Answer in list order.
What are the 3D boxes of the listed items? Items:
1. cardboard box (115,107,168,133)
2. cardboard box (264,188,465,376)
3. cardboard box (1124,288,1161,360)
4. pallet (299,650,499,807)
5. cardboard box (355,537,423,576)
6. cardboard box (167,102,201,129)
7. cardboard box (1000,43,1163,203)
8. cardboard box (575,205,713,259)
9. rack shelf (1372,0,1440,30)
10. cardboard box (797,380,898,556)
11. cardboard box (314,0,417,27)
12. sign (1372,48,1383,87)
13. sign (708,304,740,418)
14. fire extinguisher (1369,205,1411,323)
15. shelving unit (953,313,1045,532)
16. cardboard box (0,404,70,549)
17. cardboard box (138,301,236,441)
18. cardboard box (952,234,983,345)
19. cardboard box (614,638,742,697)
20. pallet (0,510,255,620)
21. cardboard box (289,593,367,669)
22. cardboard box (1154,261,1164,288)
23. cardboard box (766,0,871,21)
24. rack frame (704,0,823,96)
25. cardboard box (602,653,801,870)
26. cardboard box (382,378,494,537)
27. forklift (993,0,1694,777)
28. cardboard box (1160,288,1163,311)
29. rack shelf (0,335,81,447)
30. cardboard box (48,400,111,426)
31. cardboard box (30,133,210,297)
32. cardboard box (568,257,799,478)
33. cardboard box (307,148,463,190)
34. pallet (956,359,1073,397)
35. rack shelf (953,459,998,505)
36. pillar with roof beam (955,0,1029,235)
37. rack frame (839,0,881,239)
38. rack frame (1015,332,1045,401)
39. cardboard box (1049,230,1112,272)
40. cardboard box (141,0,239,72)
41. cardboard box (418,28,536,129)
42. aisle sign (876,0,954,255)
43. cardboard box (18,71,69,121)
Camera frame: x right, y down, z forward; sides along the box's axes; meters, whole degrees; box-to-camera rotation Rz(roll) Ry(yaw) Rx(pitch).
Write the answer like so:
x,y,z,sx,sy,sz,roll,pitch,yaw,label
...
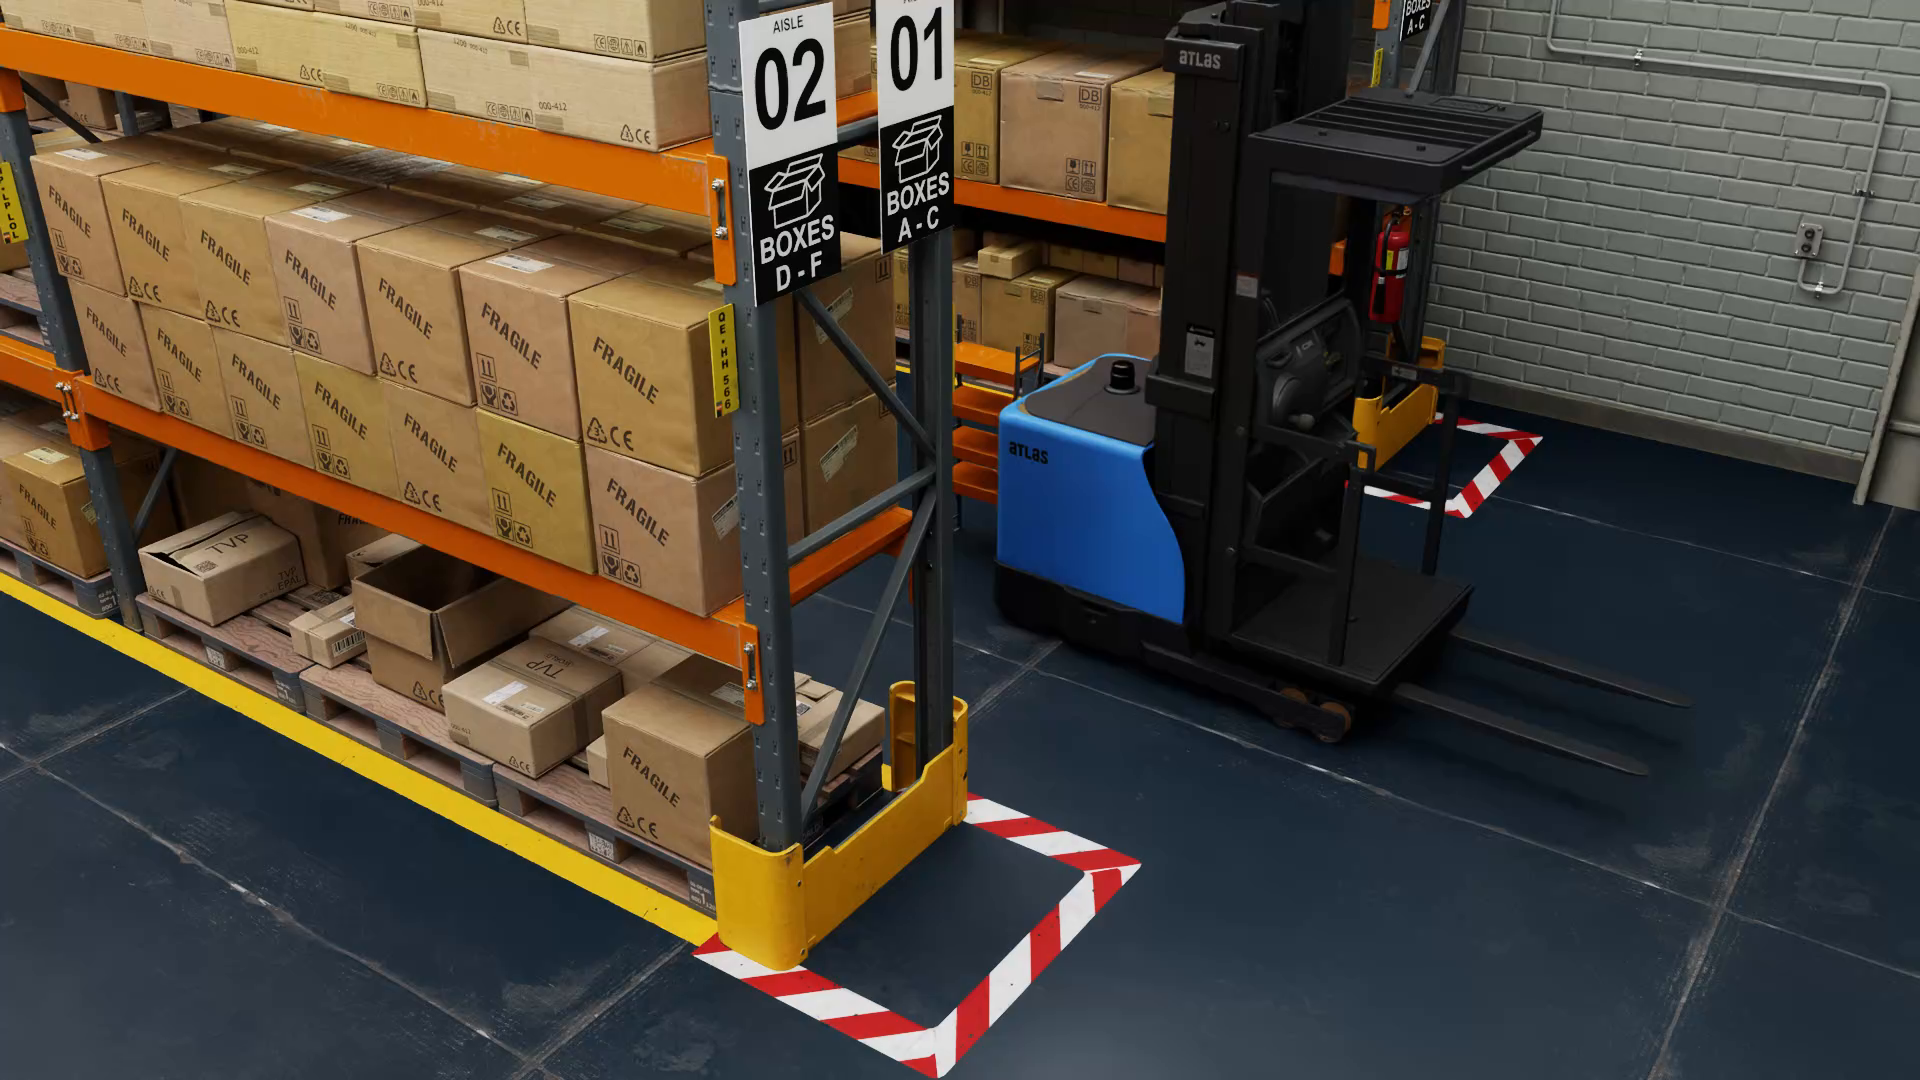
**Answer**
x,y,z,sx,sy,sz,roll,pitch,yaw,label
-7.903,-4.059,16.058,0.250,0.166,0.380,13,30,24,cardboard box
-2.148,-0.960,6.116,0.500,0.500,0.500,18,32,32,cardboard box
1.400,-1.262,10.216,0.500,0.500,0.700,17,32,30,cardboard box
-2.077,0.640,7.259,1.213,0.211,1.003,17,32,30,pallet
-2.404,0.143,7.642,0.500,0.311,0.500,17,32,30,cardboard box
-6.829,-3.899,15.375,0.500,0.500,0.700,19,32,32,cardboard box
0.791,-2.561,10.144,0.700,0.700,0.980,16,31,28,cardboard box
-1.007,-0.899,5.997,0.500,0.500,0.500,18,32,31,cardboard box
0.798,-3.448,9.704,4.000,0.370,1.077,17,32,30,rack shelf
-0.572,-0.322,5.966,0.500,0.500,0.500,18,32,31,cardboard box
-1.745,-1.853,5.390,0.500,0.250,0.500,17,32,30,cardboard box
2.128,-2.340,8.504,0.005,0.325,0.100,17,32,30,sign
-0.686,-0.520,4.839,0.005,0.325,0.100,17,32,30,sign
2.310,-1.506,8.899,0.183,0.674,0.296,17,32,30,fire extinguisher
0.136,-0.492,8.394,0.503,1.200,0.258,17,32,30,shelving unit
-4.624,-0.324,8.350,0.500,0.500,0.500,17,32,30,cardboard box
-2.962,-0.774,6.853,0.500,0.500,0.500,18,32,31,cardboard box
0.120,-1.658,10.993,0.500,0.500,0.700,17,32,30,cardboard box
-1.055,0.590,6.830,0.500,0.250,0.500,17,32,30,cardboard box
-4.344,-0.044,8.604,1.213,0.211,1.003,17,32,30,pallet
-2.710,0.381,7.332,0.250,0.166,0.380,17,32,30,cardboard box
1.405,-1.660,10.282,0.250,0.149,0.380,18,32,31,cardboard box
-0.631,-1.787,5.262,0.500,0.250,0.500,17,32,30,cardboard box
-0.355,-2.739,4.210,0.127,3.000,1.000,17,32,30,rack frame
-0.943,0.805,6.131,0.500,0.500,0.500,17,32,30,cardboard box
-1.716,-0.385,6.089,0.500,0.500,0.500,18,32,31,cardboard box
1.646,-0.721,6.935,3.031,2.935,1.130,19,32,32,forklift
1.393,-1.453,9.876,0.250,0.149,0.380,18,32,32,cardboard box
-5.301,-1.285,8.762,4.000,0.370,1.077,17,32,30,rack shelf
-4.359,-0.523,8.740,0.500,0.500,0.500,18,32,31,cardboard box
-3.423,-1.356,6.895,0.500,0.500,0.500,18,32,32,cardboard box
-0.878,-0.567,5.344,0.500,0.500,0.500,17,32,30,cardboard box
-2.250,-1.289,6.764,0.500,0.500,0.500,18,32,31,cardboard box
0.742,-1.165,10.806,1.213,0.211,1.003,17,32,30,pallet
0.136,-0.255,8.515,0.480,0.148,0.258,17,32,30,rack shelf
-2.221,-4.153,6.989,0.400,9.000,9.100,17,32,30,pillar with roof beam
-0.851,-2.945,11.230,0.127,3.000,1.000,17,32,30,rack frame
0.338,-0.430,8.271,0.015,1.200,0.240,17,32,30,rack frame
0.775,-1.855,10.667,0.250,0.149,0.380,17,31,29,cardboard box
-2.570,-1.886,6.007,0.500,0.250,0.500,17,32,30,cardboard box
-1.334,-1.501,5.250,0.500,0.250,0.500,17,32,30,cardboard box
-0.133,-1.316,5.163,0.004,0.787,0.394,17,32,30,aisle sign
-9.176,-4.544,16.643,0.500,0.500,0.700,15,31,27,cardboard box
